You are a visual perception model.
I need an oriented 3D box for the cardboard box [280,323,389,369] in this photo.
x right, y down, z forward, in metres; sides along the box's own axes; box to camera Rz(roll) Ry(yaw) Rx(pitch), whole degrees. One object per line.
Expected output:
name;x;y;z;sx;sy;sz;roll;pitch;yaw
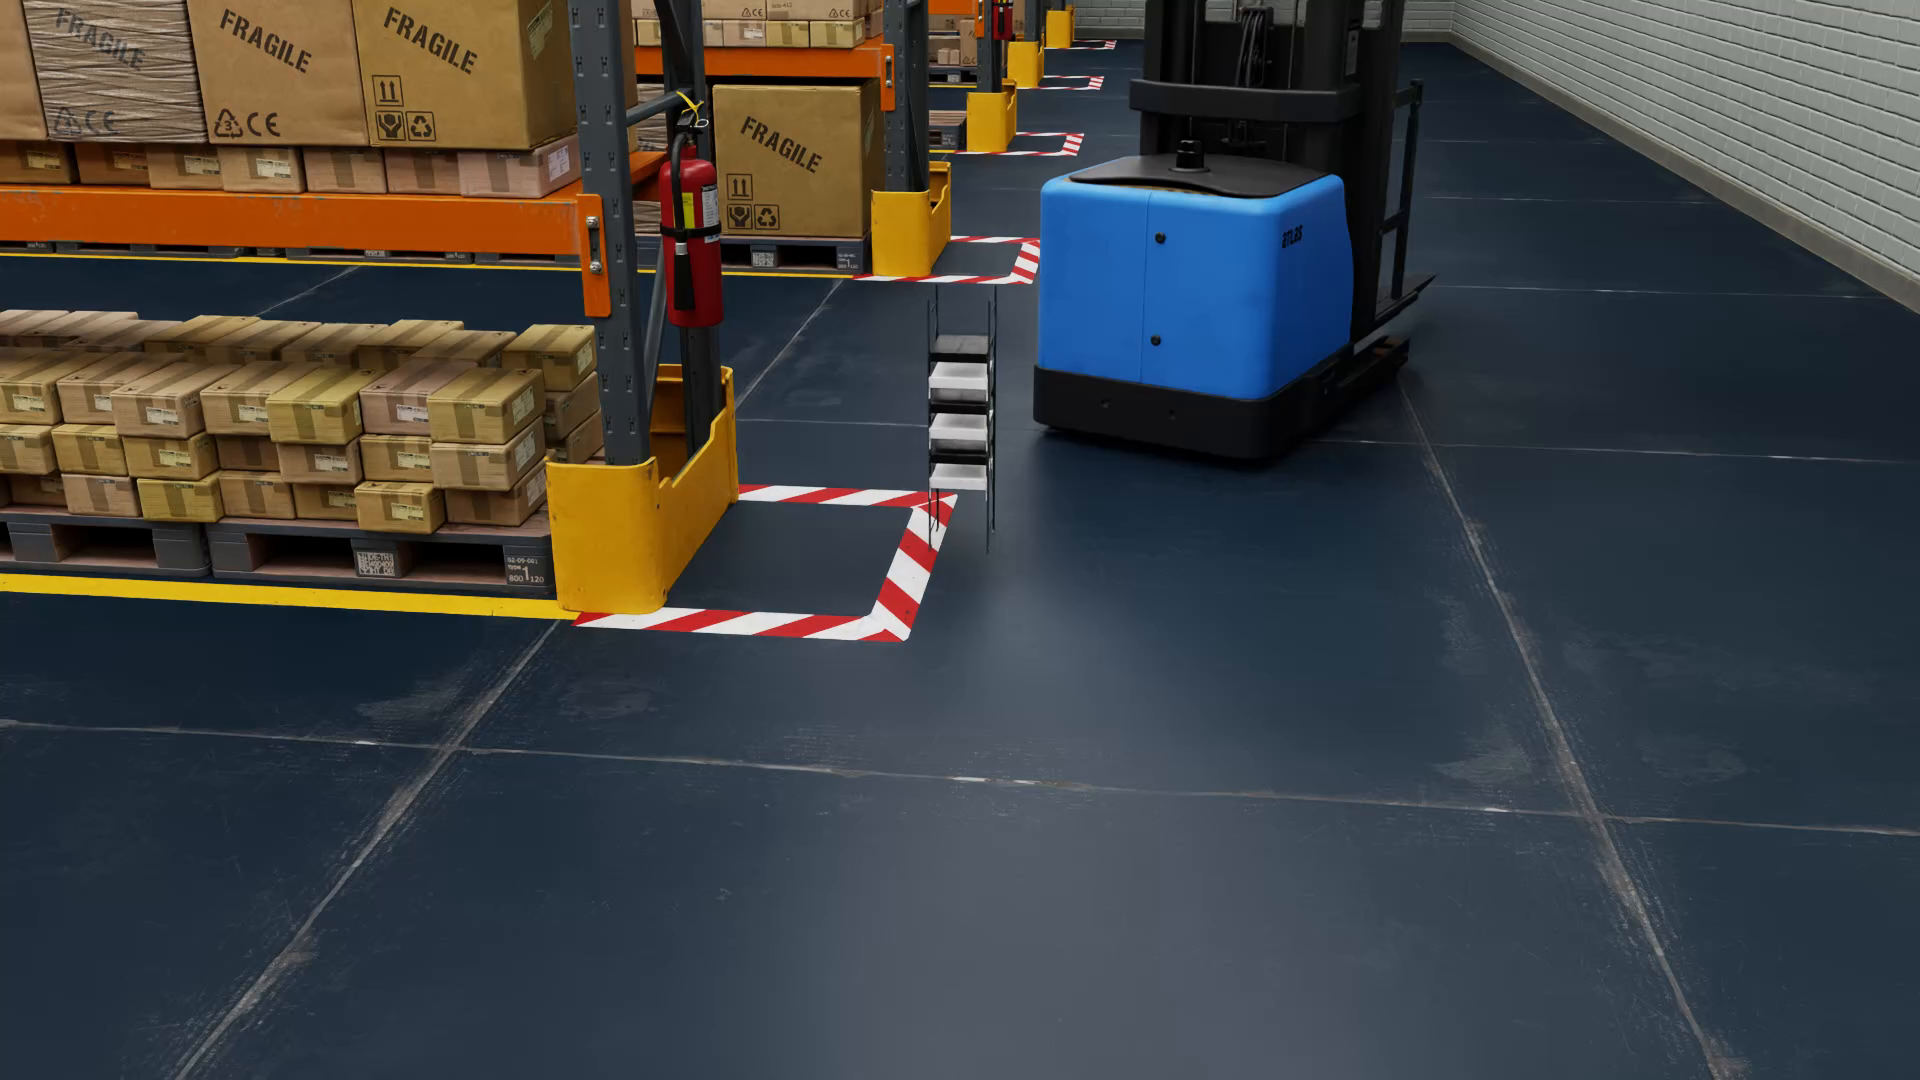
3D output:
cardboard box;-2.260;-0.669;6.048;0.250;0.149;0.380;1;22;4

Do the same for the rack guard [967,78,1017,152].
rack guard;0.292;-3.826;14.936;0.348;0.500;1.175;2;22;6

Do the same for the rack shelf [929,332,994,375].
rack shelf;0.008;-0.638;5.686;0.200;0.077;0.258;3;22;6

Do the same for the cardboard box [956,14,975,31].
cardboard box;0.228;-7.650;24.038;0.500;0.500;0.700;2;22;6

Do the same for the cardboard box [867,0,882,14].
cardboard box;-0.762;-3.364;10.168;0.500;0.250;0.500;2;22;5

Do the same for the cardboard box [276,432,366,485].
cardboard box;-2.075;-0.318;5.566;0.250;0.149;0.380;2;22;4

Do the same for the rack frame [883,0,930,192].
rack frame;-0.317;-3.176;9.893;0.127;3.000;1.000;2;22;6

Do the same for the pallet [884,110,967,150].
pallet;-0.548;-3.737;15.106;1.213;0.211;1.003;2;22;6

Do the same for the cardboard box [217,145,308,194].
cardboard box;-2.107;-1.196;5.227;0.250;0.149;0.380;3;22;8

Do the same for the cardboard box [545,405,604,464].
cardboard box;-1.483;-0.379;6.124;0.250;0.149;0.380;3;22;7

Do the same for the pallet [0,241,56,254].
pallet;-6.279;-2.110;10.990;1.213;0.211;1.003;2;22;6

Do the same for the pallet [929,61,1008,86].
pallet;-0.014;-5.533;19.649;1.213;0.211;1.003;2;22;6

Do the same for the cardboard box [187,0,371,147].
cardboard box;-1.988;-1.504;5.124;0.500;0.500;0.500;2;22;5

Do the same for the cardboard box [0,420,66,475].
cardboard box;-3.120;-0.355;5.660;0.250;0.149;0.380;3;22;7

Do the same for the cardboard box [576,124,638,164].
cardboard box;-1.284;-1.386;5.708;0.250;0.149;0.380;2;22;6

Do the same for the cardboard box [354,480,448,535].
cardboard box;-1.815;-0.160;5.571;0.250;0.149;0.380;3;22;8

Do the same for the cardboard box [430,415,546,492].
cardboard box;-1.558;-0.296;5.510;0.250;0.149;0.380;2;22;5

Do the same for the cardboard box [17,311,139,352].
cardboard box;-3.285;-0.739;6.226;0.250;0.149;0.380;2;22;4

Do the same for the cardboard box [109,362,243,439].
cardboard box;-2.594;-0.468;5.542;0.250;0.149;0.380;3;22;8

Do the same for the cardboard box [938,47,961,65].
cardboard box;-0.108;-5.664;19.441;0.250;0.166;0.380;2;22;6

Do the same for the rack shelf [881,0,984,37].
rack shelf;-1.720;-4.736;14.819;4.000;0.370;1.077;2;22;6

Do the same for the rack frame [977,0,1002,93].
rack frame;0.266;-4.984;14.467;0.127;3.000;1.000;2;22;6

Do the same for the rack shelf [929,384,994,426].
rack shelf;0.008;-0.471;5.753;0.200;0.077;0.258;3;22;6

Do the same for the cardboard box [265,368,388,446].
cardboard box;-2.071;-0.443;5.477;0.250;0.149;0.380;2;22;5

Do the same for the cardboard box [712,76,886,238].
cardboard box;-0.962;-2.382;10.203;0.875;0.875;0.875;2;22;6

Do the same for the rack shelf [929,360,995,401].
rack shelf;0.008;-0.555;5.720;0.200;0.077;0.258;3;22;6

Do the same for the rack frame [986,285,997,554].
rack frame;0.109;-0.414;5.762;0.006;0.900;0.240;3;22;6

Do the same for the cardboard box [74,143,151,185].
cardboard box;-2.627;-1.251;5.367;0.250;0.149;0.380;2;22;4

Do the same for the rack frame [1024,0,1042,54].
rack frame;0.853;-6.793;19.042;0.127;3.000;1.000;2;22;6

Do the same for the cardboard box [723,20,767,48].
cardboard box;-1.218;-2.976;9.730;0.250;0.149;0.380;3;22;6

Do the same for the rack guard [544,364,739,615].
rack guard;-1.076;-0.210;5.792;0.348;0.500;1.175;2;22;6

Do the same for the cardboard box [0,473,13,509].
cardboard box;-3.356;-0.238;5.768;0.250;0.149;0.380;2;22;5

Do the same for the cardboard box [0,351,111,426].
cardboard box;-3.106;-0.521;5.676;0.250;0.149;0.380;3;22;7

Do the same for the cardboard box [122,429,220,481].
cardboard box;-2.591;-0.336;5.610;0.250;0.149;0.380;3;22;7

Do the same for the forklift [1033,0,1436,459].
forklift;1.497;-2.177;7.459;1.130;2.935;3.031;12;25;28

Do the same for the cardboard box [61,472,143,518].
cardboard box;-2.844;-0.216;5.712;0.250;0.149;0.380;3;22;7

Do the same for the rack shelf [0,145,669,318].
rack shelf;-2.987;-1.121;5.675;4.000;0.370;1.077;2;22;6

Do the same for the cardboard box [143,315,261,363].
cardboard box;-2.790;-0.712;6.158;0.250;0.149;0.380;3;22;7

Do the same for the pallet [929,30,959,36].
pallet;-0.579;-7.364;24.280;1.213;0.211;1.003;2;22;6

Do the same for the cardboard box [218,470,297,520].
cardboard box;-2.314;-0.209;5.694;0.250;0.149;0.380;3;22;7

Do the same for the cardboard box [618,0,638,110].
cardboard box;-1.414;-1.675;5.555;0.500;0.500;0.500;4;22;9

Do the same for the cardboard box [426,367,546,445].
cardboard box;-1.556;-0.446;5.485;0.250;0.149;0.380;3;22;7

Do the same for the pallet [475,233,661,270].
pallet;-2.328;-1.939;10.557;1.213;0.211;1.003;2;22;6

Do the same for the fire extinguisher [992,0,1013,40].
fire extinguisher;0.362;-4.603;14.114;0.183;0.674;0.296;2;22;6

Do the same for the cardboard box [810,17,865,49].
cardboard box;-0.709;-2.954;9.674;0.250;0.149;0.380;3;22;7

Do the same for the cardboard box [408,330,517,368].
cardboard box;-1.769;-0.630;5.952;0.250;0.149;0.380;3;22;7

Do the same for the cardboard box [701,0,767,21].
cardboard box;-1.333;-3.191;9.730;0.500;0.250;0.500;2;22;5

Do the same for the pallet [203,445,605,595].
pallet;-1.879;-0.124;5.967;1.213;0.211;1.003;2;22;6

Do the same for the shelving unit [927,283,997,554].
shelving unit;0.008;-0.418;5.773;0.210;0.900;0.258;3;22;6

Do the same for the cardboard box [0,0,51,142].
cardboard box;-2.987;-1.548;5.234;0.500;0.500;0.500;4;22;9

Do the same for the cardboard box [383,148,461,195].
cardboard box;-1.600;-1.188;5.207;0.250;0.149;0.380;2;22;6

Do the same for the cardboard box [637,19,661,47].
cardboard box;-1.723;-2.998;9.785;0.250;0.149;0.380;2;22;5
